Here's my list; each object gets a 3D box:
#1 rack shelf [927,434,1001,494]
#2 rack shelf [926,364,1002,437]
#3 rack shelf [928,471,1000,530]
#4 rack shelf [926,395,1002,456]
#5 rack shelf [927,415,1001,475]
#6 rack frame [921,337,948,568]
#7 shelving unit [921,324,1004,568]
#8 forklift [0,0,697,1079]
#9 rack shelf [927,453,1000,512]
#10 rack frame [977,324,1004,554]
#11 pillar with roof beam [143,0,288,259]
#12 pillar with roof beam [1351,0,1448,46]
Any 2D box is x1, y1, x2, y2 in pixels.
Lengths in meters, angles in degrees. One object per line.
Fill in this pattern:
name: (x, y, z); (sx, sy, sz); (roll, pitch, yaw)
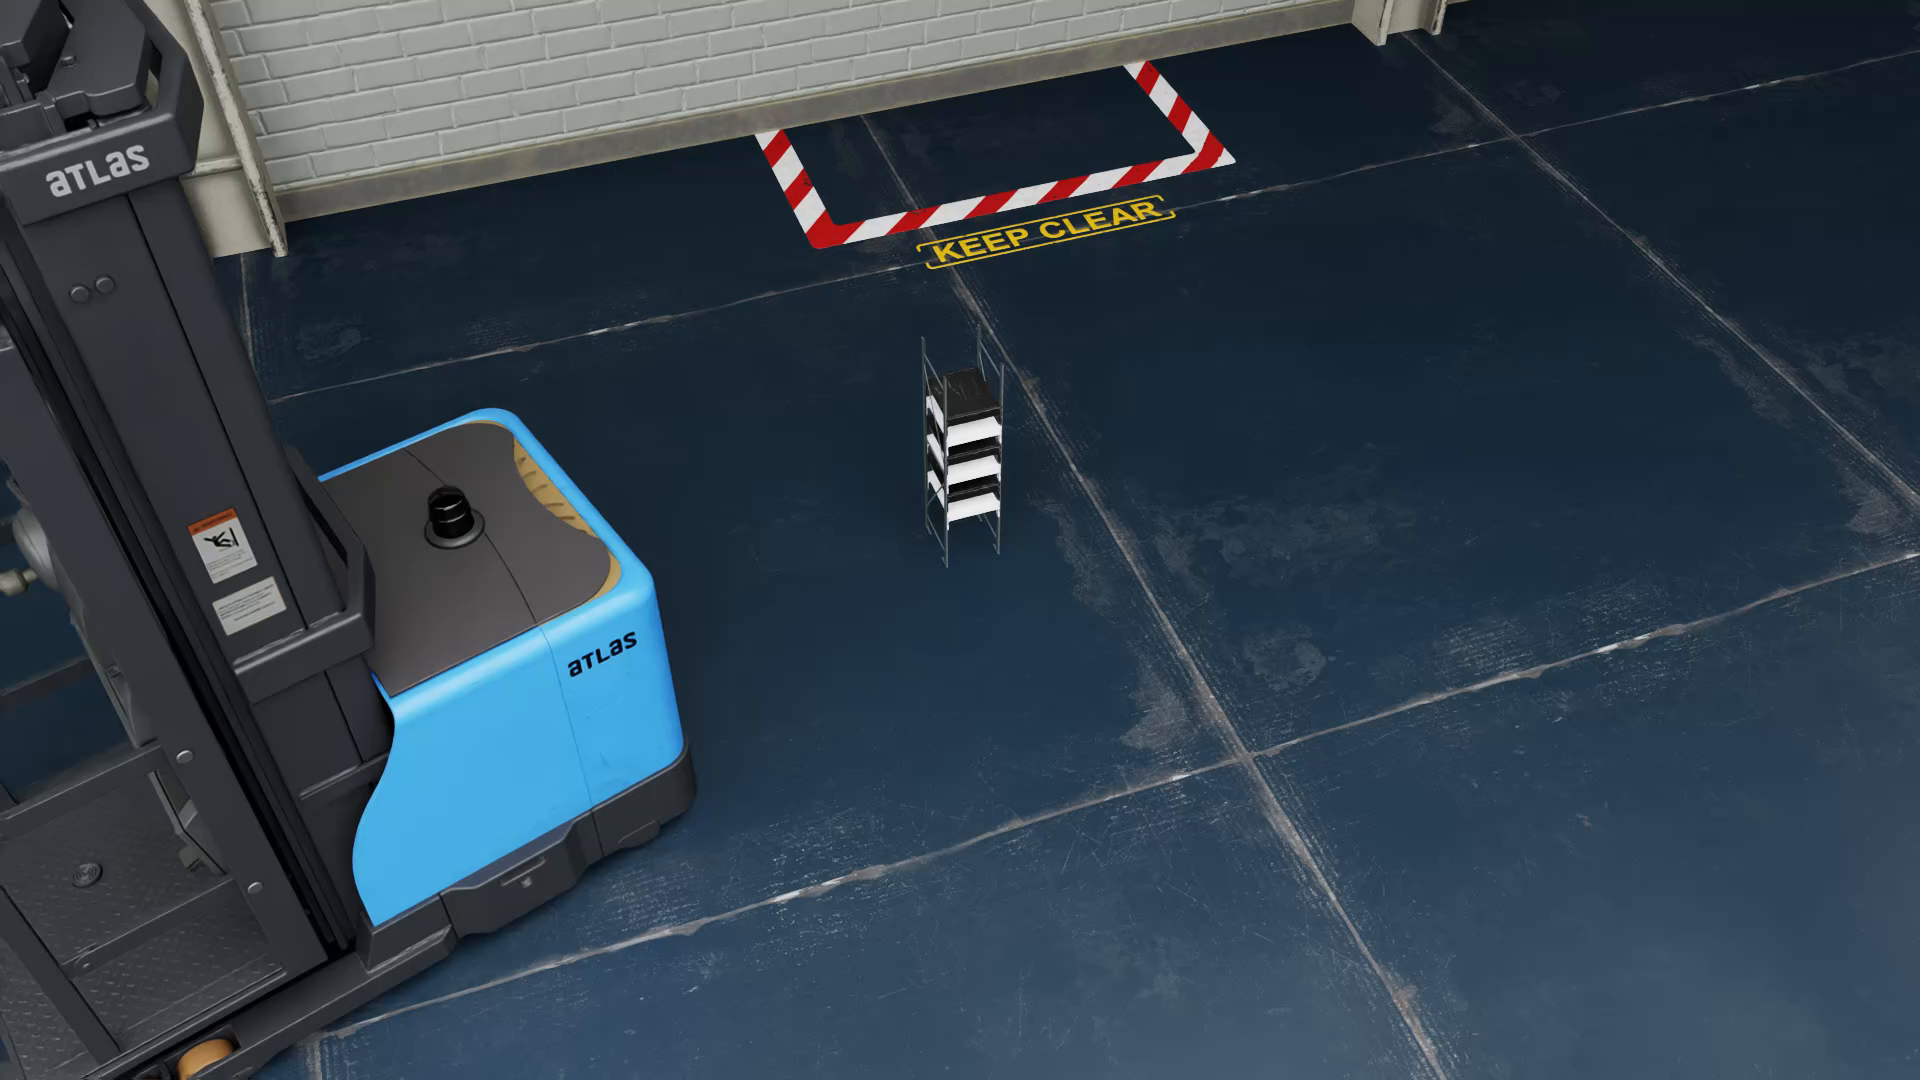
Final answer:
rack shelf: (0.008, -0.296, 5.957); (0.200, 0.077, 0.258); (-14, 47, -14)
rack shelf: (0.008, -0.487, 5.766); (0.200, 0.077, 0.258); (-14, 47, -14)
rack shelf: (0.008, -0.169, 6.084); (0.200, 0.077, 0.258); (-14, 47, -14)
rack shelf: (0.008, -0.423, 5.829); (0.200, 0.077, 0.258); (-14, 47, -14)
rack shelf: (0.008, -0.360, 5.893); (0.200, 0.077, 0.258); (-14, 47, -14)
rack frame: (-0.088, -0.295, 5.909); (0.006, 0.900, 0.240); (-14, 47, -14)
shelving unit: (0.008, -0.320, 5.933); (0.210, 0.900, 0.258); (-14, 47, -14)
forklift: (-2.330, 0.185, 3.996); (3.031, 2.935, 1.130); (-28, 51, -25)
rack shelf: (0.008, -0.233, 6.021); (0.200, 0.077, 0.258); (-14, 47, -14)
rack frame: (0.103, -0.344, 5.958); (0.006, 0.900, 0.240); (-14, 47, -14)
pillar with roof beam: (-1.822, -1.655, 1.546); (0.400, 9.000, 9.100); (-14, 47, -14)
pillar with roof beam: (3.821, -3.098, 2.984); (0.400, 9.000, 9.100); (-14, 47, -14)
